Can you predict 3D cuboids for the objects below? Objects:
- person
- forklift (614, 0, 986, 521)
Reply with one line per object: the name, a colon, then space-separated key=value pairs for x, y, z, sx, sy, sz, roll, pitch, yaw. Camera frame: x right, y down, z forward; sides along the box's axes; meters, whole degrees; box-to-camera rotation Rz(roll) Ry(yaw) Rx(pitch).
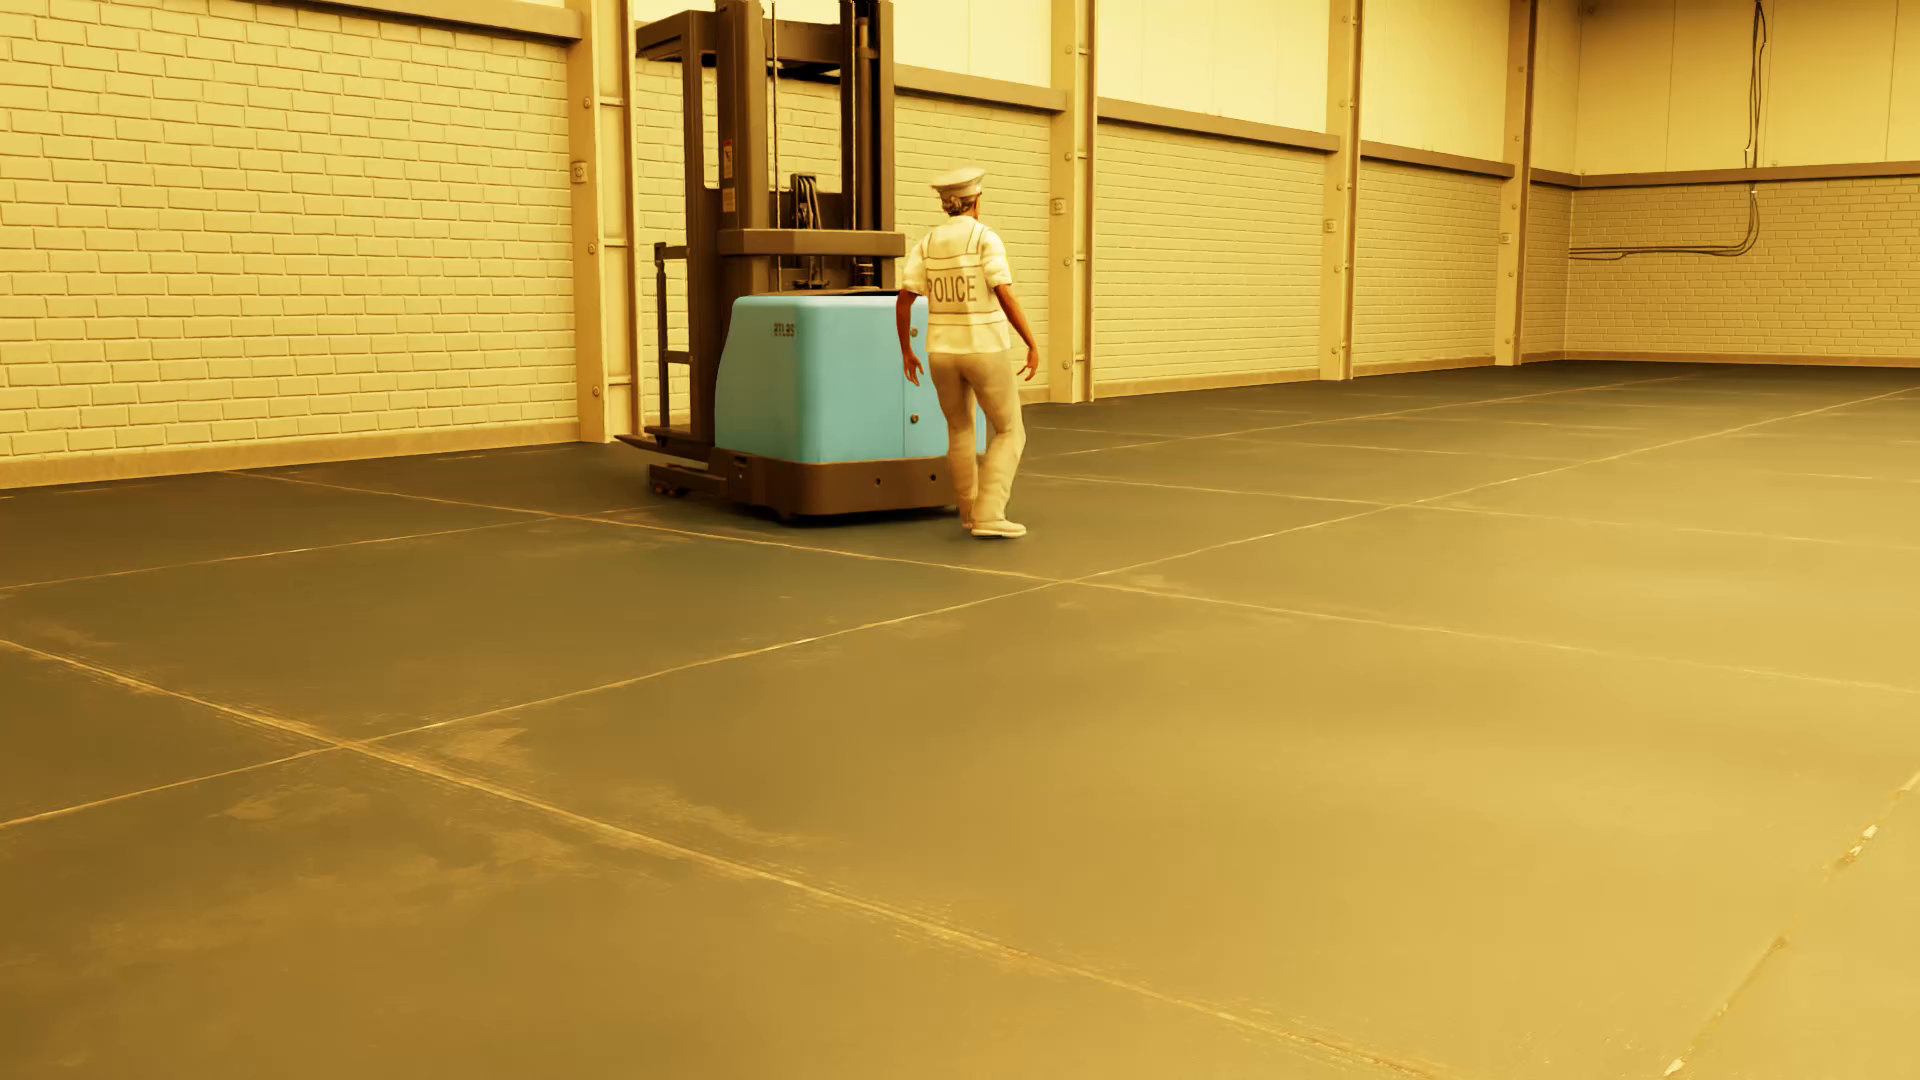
person: x=0.107 y=-0.845 z=7.543 sx=0.660 sy=1.648 sz=0.613 roll=5 pitch=10 yaw=30
forklift: x=-1.057 y=-1.714 z=8.993 sx=1.130 sy=2.935 sz=3.031 roll=-5 pitch=10 yaw=-31
